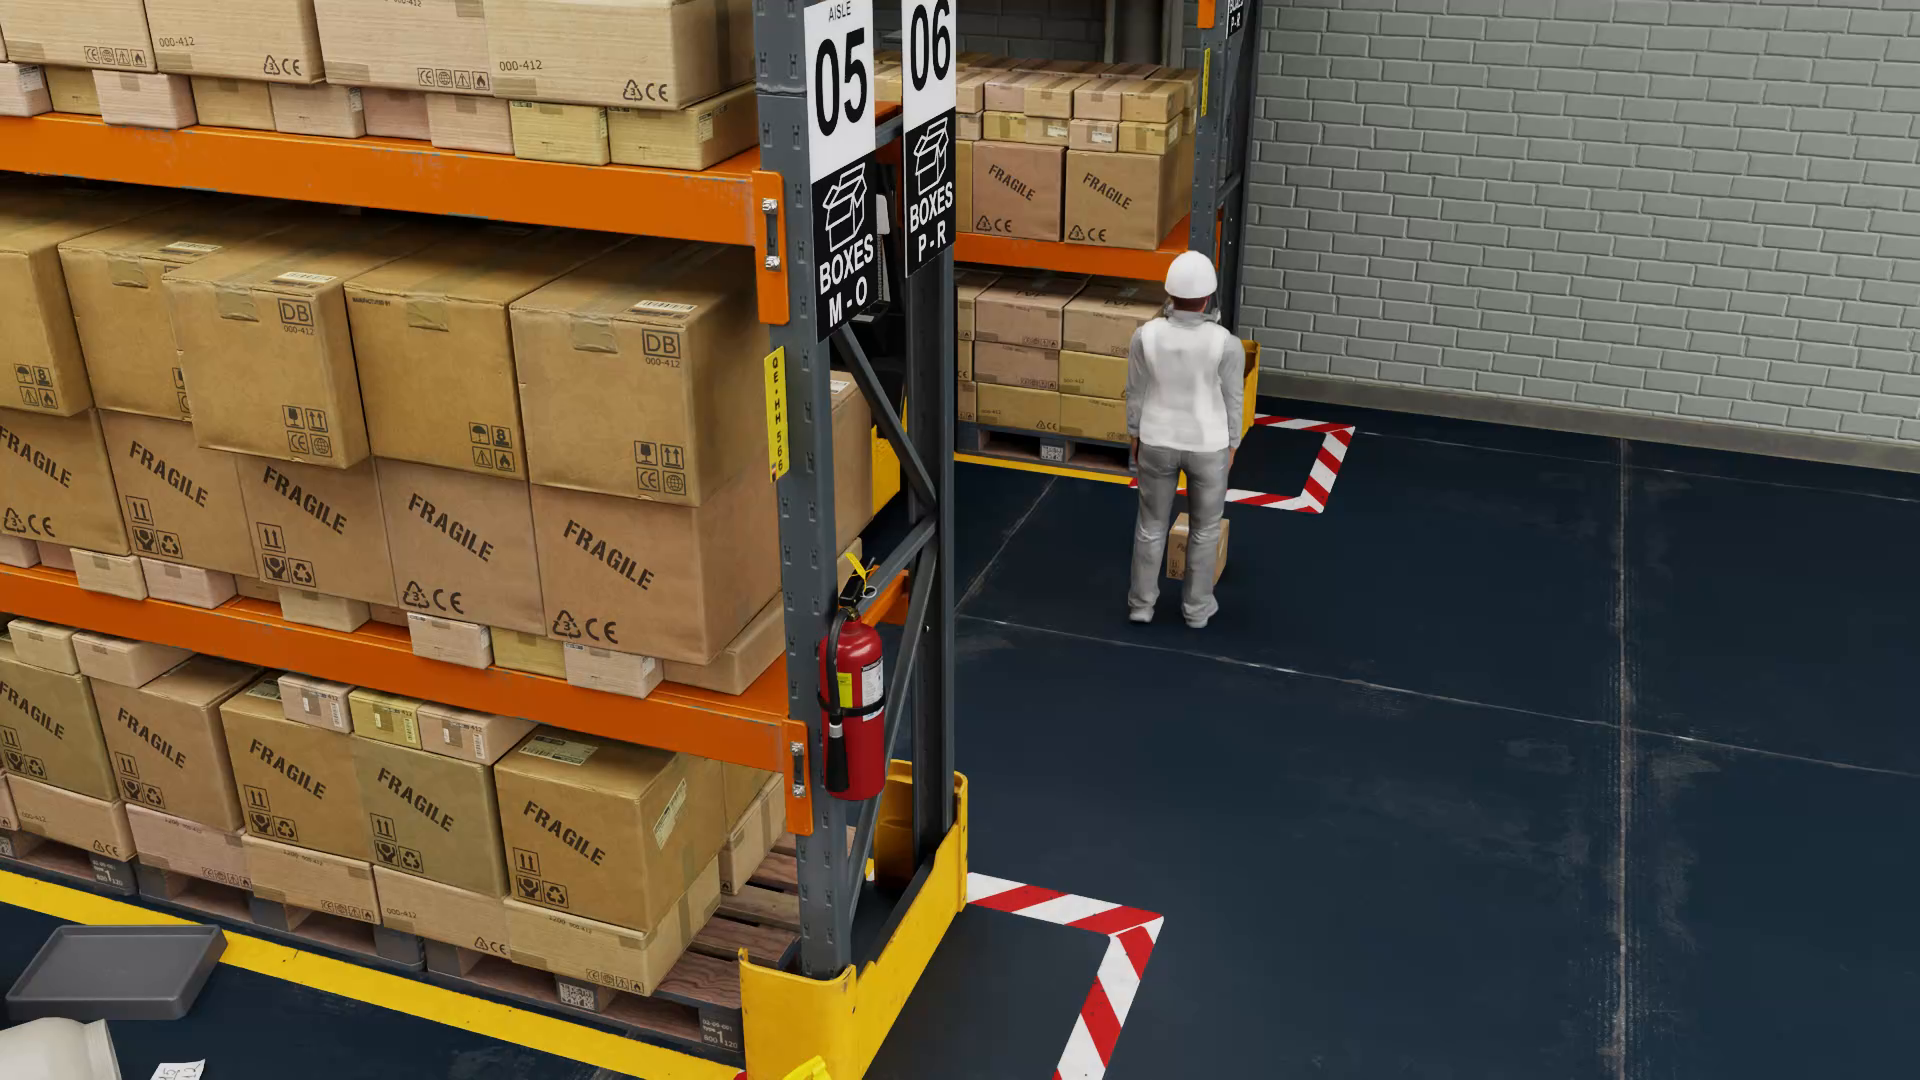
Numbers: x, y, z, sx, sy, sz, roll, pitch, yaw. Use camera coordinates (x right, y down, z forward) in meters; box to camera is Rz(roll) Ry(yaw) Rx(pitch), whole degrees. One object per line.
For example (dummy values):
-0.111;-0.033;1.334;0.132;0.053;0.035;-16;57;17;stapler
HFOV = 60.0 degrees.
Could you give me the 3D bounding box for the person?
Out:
1.006;-0.413;7.534;0.534;1.843;0.371;9;27;19;person
